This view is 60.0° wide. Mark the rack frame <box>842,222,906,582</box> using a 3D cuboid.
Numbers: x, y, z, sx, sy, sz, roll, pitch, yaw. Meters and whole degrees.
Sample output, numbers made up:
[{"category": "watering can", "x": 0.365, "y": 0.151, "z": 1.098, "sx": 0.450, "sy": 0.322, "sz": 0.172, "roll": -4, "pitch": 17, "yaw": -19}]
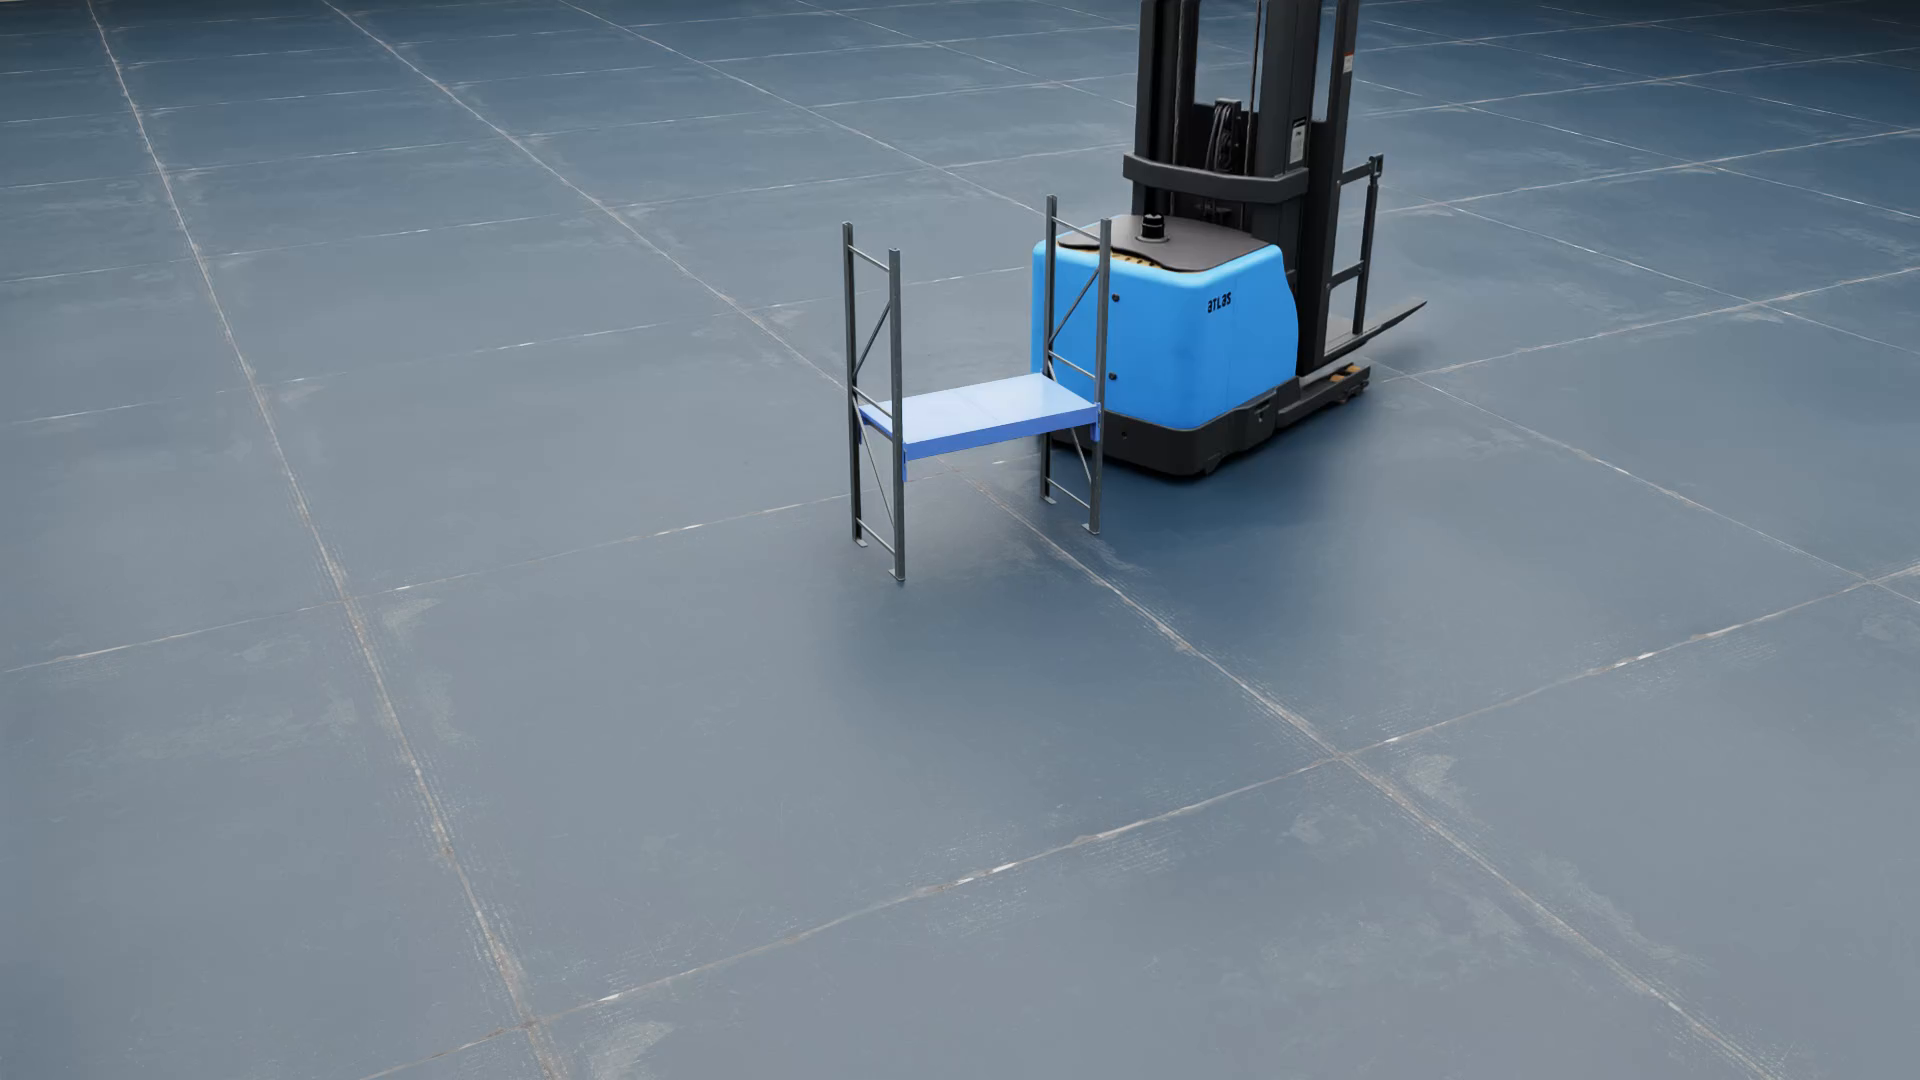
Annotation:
[{"category": "rack frame", "x": -0.373, "y": -0.590, "z": 7.246, "sx": 0.032, "sy": 1.500, "sz": 0.500, "roll": -13, "pitch": 29, "yaw": -25}]

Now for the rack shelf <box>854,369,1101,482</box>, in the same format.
[{"category": "rack shelf", "x": 0.075, "y": -0.531, "z": 7.539, "sx": 1.000, "sy": 0.185, "sz": 0.538, "roll": -13, "pitch": 29, "yaw": -25}]

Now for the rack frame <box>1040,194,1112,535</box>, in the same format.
[{"category": "rack frame", "x": 0.524, "y": -0.797, "z": 7.677, "sx": 0.032, "sy": 1.500, "sz": 0.500, "roll": -13, "pitch": 29, "yaw": -25}]

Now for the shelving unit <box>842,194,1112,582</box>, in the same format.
[{"category": "shelving unit", "x": 0.075, "y": -0.693, "z": 7.462, "sx": 1.048, "sy": 1.500, "sz": 0.538, "roll": -13, "pitch": 29, "yaw": -25}]

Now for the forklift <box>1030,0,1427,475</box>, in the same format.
[{"category": "forklift", "x": 1.682, "y": -2.206, "z": 8.958, "sx": 1.130, "sy": 2.935, "sz": 3.031, "roll": 20, "pitch": 32, "yaw": 35}]
